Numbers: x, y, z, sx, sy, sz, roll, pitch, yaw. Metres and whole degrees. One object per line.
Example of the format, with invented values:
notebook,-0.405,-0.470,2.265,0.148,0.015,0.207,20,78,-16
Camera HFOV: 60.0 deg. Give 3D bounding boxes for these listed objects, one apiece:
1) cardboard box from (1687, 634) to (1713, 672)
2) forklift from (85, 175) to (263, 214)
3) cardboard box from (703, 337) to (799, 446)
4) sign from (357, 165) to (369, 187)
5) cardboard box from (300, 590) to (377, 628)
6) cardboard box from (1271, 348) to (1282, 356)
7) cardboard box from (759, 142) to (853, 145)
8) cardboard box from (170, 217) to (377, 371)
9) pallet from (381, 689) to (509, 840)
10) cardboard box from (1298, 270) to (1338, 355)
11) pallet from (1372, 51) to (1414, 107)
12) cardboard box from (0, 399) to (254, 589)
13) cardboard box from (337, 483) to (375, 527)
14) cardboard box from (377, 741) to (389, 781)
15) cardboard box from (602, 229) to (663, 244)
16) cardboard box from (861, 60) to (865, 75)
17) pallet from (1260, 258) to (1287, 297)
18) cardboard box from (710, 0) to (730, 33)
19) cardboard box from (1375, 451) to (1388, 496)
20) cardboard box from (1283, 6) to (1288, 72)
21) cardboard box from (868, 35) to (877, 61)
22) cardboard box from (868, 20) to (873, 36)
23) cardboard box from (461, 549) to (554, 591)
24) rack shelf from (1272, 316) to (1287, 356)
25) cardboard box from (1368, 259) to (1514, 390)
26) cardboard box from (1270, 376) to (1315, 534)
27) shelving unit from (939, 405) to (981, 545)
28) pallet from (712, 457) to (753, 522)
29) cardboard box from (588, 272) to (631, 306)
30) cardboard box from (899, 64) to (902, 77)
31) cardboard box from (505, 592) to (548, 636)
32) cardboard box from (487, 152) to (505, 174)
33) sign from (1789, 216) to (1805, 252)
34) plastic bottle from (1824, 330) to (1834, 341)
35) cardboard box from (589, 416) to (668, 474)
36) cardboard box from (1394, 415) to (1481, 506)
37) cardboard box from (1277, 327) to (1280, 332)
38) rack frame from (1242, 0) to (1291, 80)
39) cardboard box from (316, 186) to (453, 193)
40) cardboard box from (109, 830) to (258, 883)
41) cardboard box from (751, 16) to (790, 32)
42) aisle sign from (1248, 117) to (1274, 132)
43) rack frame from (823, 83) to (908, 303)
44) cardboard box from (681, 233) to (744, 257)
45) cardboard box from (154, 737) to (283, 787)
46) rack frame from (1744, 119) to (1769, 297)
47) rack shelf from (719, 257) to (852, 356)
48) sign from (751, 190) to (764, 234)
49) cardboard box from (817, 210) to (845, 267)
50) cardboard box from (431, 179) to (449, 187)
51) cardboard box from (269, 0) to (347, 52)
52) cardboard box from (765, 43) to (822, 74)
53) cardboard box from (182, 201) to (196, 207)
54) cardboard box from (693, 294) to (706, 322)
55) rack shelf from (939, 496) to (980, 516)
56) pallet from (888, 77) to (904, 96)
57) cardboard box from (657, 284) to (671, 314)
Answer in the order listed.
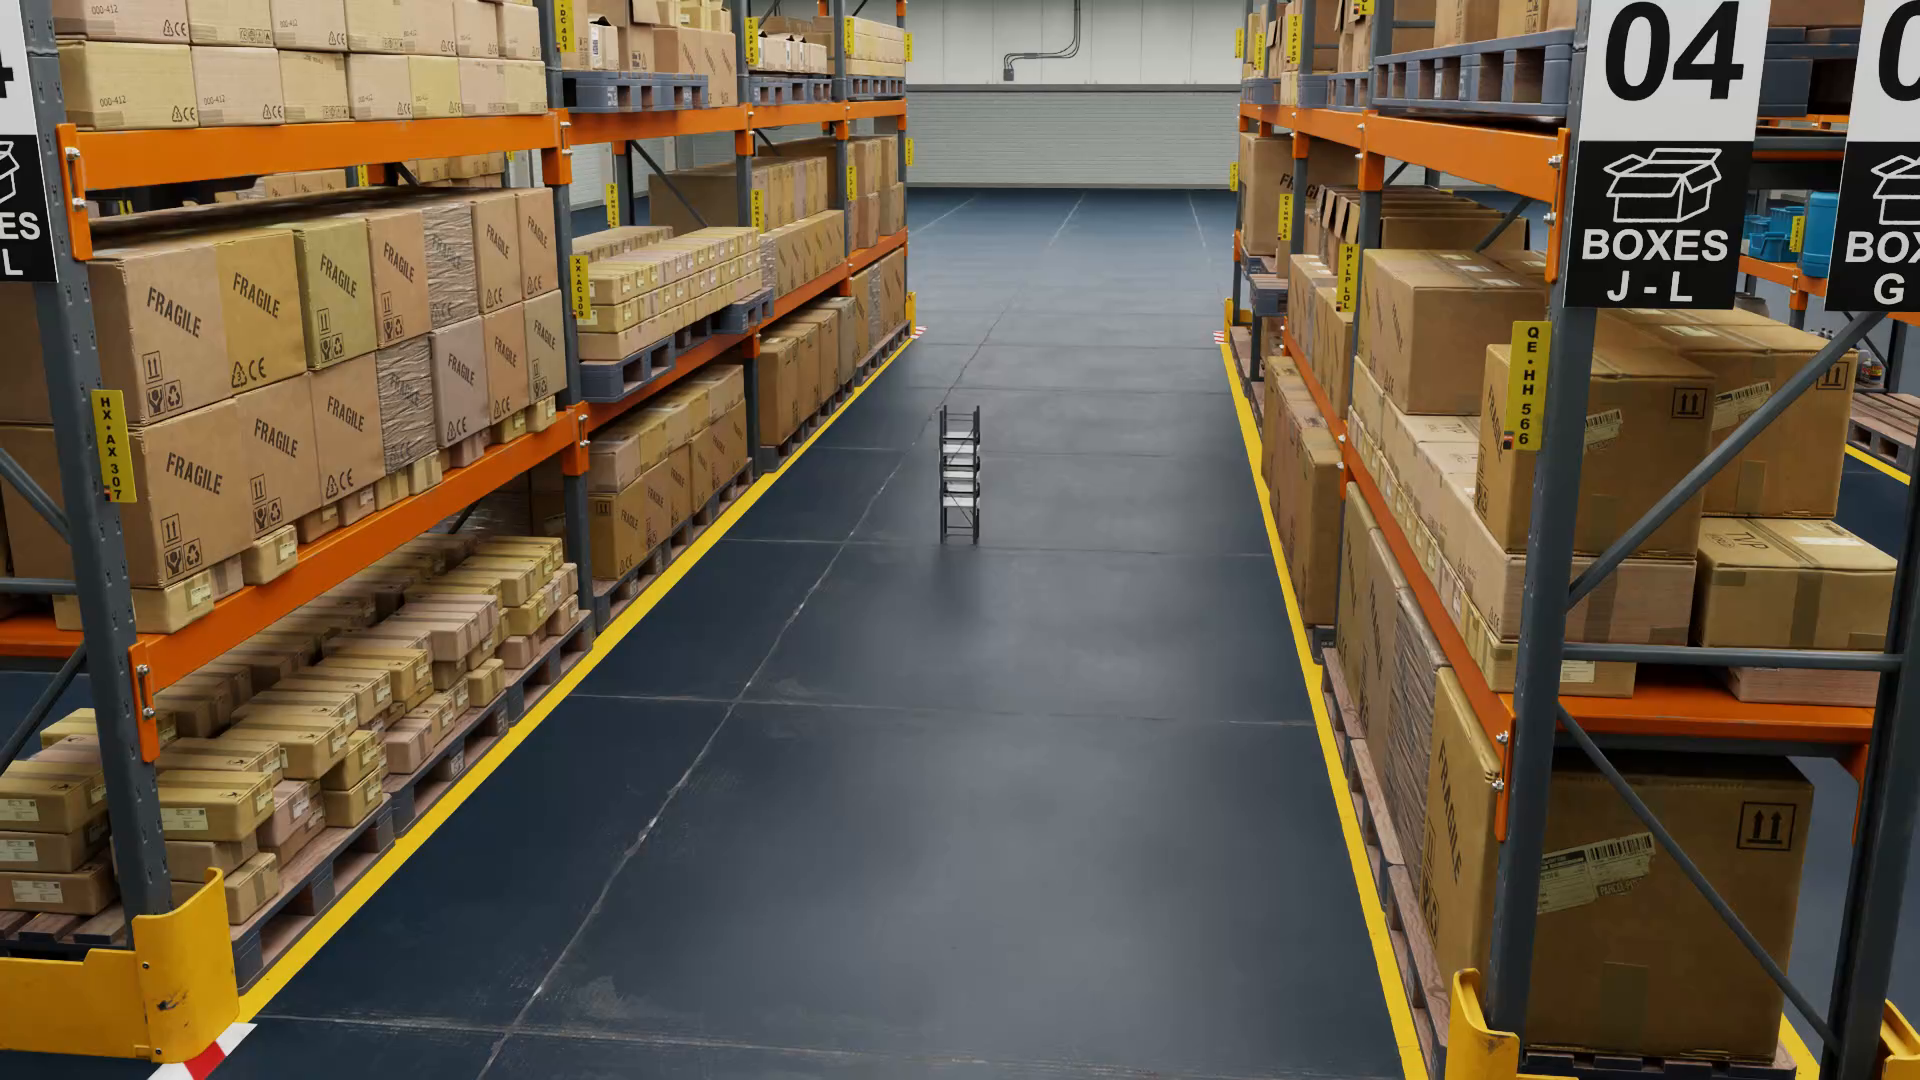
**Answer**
cardboard box,2.357,0.281,4.859,0.380,0.149,0.250,1,15,5
forklift,-4.976,-1.307,10.380,1.130,2.935,3.031,1,15,4
cardboard box,-1.894,-1.211,13.399,1.050,0.750,0.750,1,15,5
sign,-5.979,-3.639,16.657,0.100,0.325,0.005,2,15,6
cardboard box,-2.935,0.337,7.688,0.380,0.149,0.250,2,15,7
cardboard box,3.090,-1.383,14.476,0.700,0.500,0.500,0,15,1
cardboard box,-1.579,-3.811,17.153,0.875,0.550,0.550,2,15,6
cardboard box,-2.509,-0.913,6.113,0.500,0.500,0.500,1,15,5
pallet,-2.680,0.937,7.292,1.003,0.211,1.213,2,15,6
cardboard box,2.429,-1.430,10.513,0.500,0.500,0.500,1,15,5
pallet,2.310,-1.922,6.949,1.003,0.211,1.213,2,15,6
cardboard box,-2.630,-0.164,5.261,0.500,0.500,0.500,2,15,9
cardboard box,-2.518,-0.157,6.476,0.380,0.149,0.250,1,15,5
cardboard box,-2.537,0.916,6.685,0.380,0.149,0.250,2,15,6
cardboard box,-2.325,-2.124,11.806,0.380,0.149,0.250,1,15,5
cardboard box,-1.165,-4.770,16.796,0.380,0.149,0.250,2,15,6
pallet,3.047,-2.189,13.877,1.003,0.211,1.213,2,15,6
cardboard box,-1.840,-3.692,11.665,0.396,0.266,0.258,2,15,6
cardboard box,1.934,-0.270,6.895,0.380,0.149,0.250,1,15,5
cardboard box,2.788,-3.897,12.930,0.500,0.500,0.500,2,15,7
cardboard box,-1.156,-5.127,17.351,0.500,0.250,0.500,2,15,6
cardboard box,-1.109,-5.288,17.182,0.380,0.149,0.250,2,15,7
cardboard box,-2.275,0.152,8.370,0.380,0.149,0.250,2,15,7
rack shelf,3.090,-1.938,13.961,1.077,0.370,4.000,2,15,6
cardboard box,2.042,-0.918,7.092,0.500,0.500,0.500,2,15,6
cardboard box,2.658,-0.534,10.658,1.225,0.875,0.875,2,15,6
shelving unit,-0.001,-0.432,11.037,0.258,0.900,0.210,2,15,6
pallet,-2.142,-0.390,12.201,1.003,0.211,1.213,2,15,6
cardboard box,-2.002,-1.359,8.978,0.380,0.149,0.250,2,15,9
cardboard box,-0.880,-5.430,19.235,0.380,0.149,0.250,2,15,7
cardboard box,-2.254,0.360,8.171,0.380,0.149,0.250,1,15,4
cardboard box,-5.920,-4.669,20.006,0.700,0.500,0.500,1,15,5
sign,7.692,-2.811,15.280,0.100,0.325,0.005,2,15,6
plastic bottle,8.810,-1.948,16.852,0.144,0.351,0.185,2,15,6
cardboard box,-2.100,-0.582,10.114,0.500,0.250,0.500,2,15,8
cardboard box,1.922,-0.295,6.225,0.500,0.250,0.500,2,15,6
cardboard box,3.401,-1.903,16.436,0.500,0.500,0.500,1,15,5
rack frame,3.767,-6.738,18.839,1.000,3.000,0.127,2,15,6
cardboard box,-2.797,-1.466,8.161,0.500,0.500,0.500,2,15,8
cardboard box,-2.641,1.038,5.666,0.380,0.149,0.250,2,15,9
cardboard box,-1.877,-5.043,16.278,0.380,0.149,0.250,2,15,6
aisle sign,3.476,-5.121,19.375,0.394,0.787,0.004,2,15,6
rack frame,-1.150,-4.014,20.259,1.000,3.000,0.127,2,15,6
cardboard box,-1.712,-2.034,11.475,0.380,0.149,0.250,2,15,8
cardboard box,-2.647,0.821,5.896,0.380,0.149,0.250,2,15,7
rack frame,8.688,-3.696,19.083,1.000,3.000,0.127,2,15,6
rack shelf,-1.827,-2.110,14.598,1.077,0.370,4.000,2,15,6
sign,-1.512,-2.446,12.395,0.100,0.325,0.005,2,15,6
cardboard box,-1.394,-2.881,15.880,0.500,0.500,0.500,2,15,6
cardboard box,-6.064,-3.786,18.656,0.500,0.500,0.500,2,15,7
cardboard box,-2.521,-1.853,5.852,0.500,0.250,0.500,2,15,7
cardboard box,-1.522,-4.276,14.775,0.500,0.250,0.500,2,15,6
cardboard box,-6.650,-2.698,13.829,0.500,0.500,0.500,2,15,9
cardboard box,-1.829,-1.476,10.549,0.380,0.149,0.250,1,15,4
rack shelf,-0.001,-0.226,11.092,0.258,0.077,0.200,2,15,6
pallet,-1.223,-5.226,19.167,1.003,0.211,1.213,2,15,6
cardboard box,-1.918,-1.417,9.762,0.380,0.149,0.250,1,15,4
